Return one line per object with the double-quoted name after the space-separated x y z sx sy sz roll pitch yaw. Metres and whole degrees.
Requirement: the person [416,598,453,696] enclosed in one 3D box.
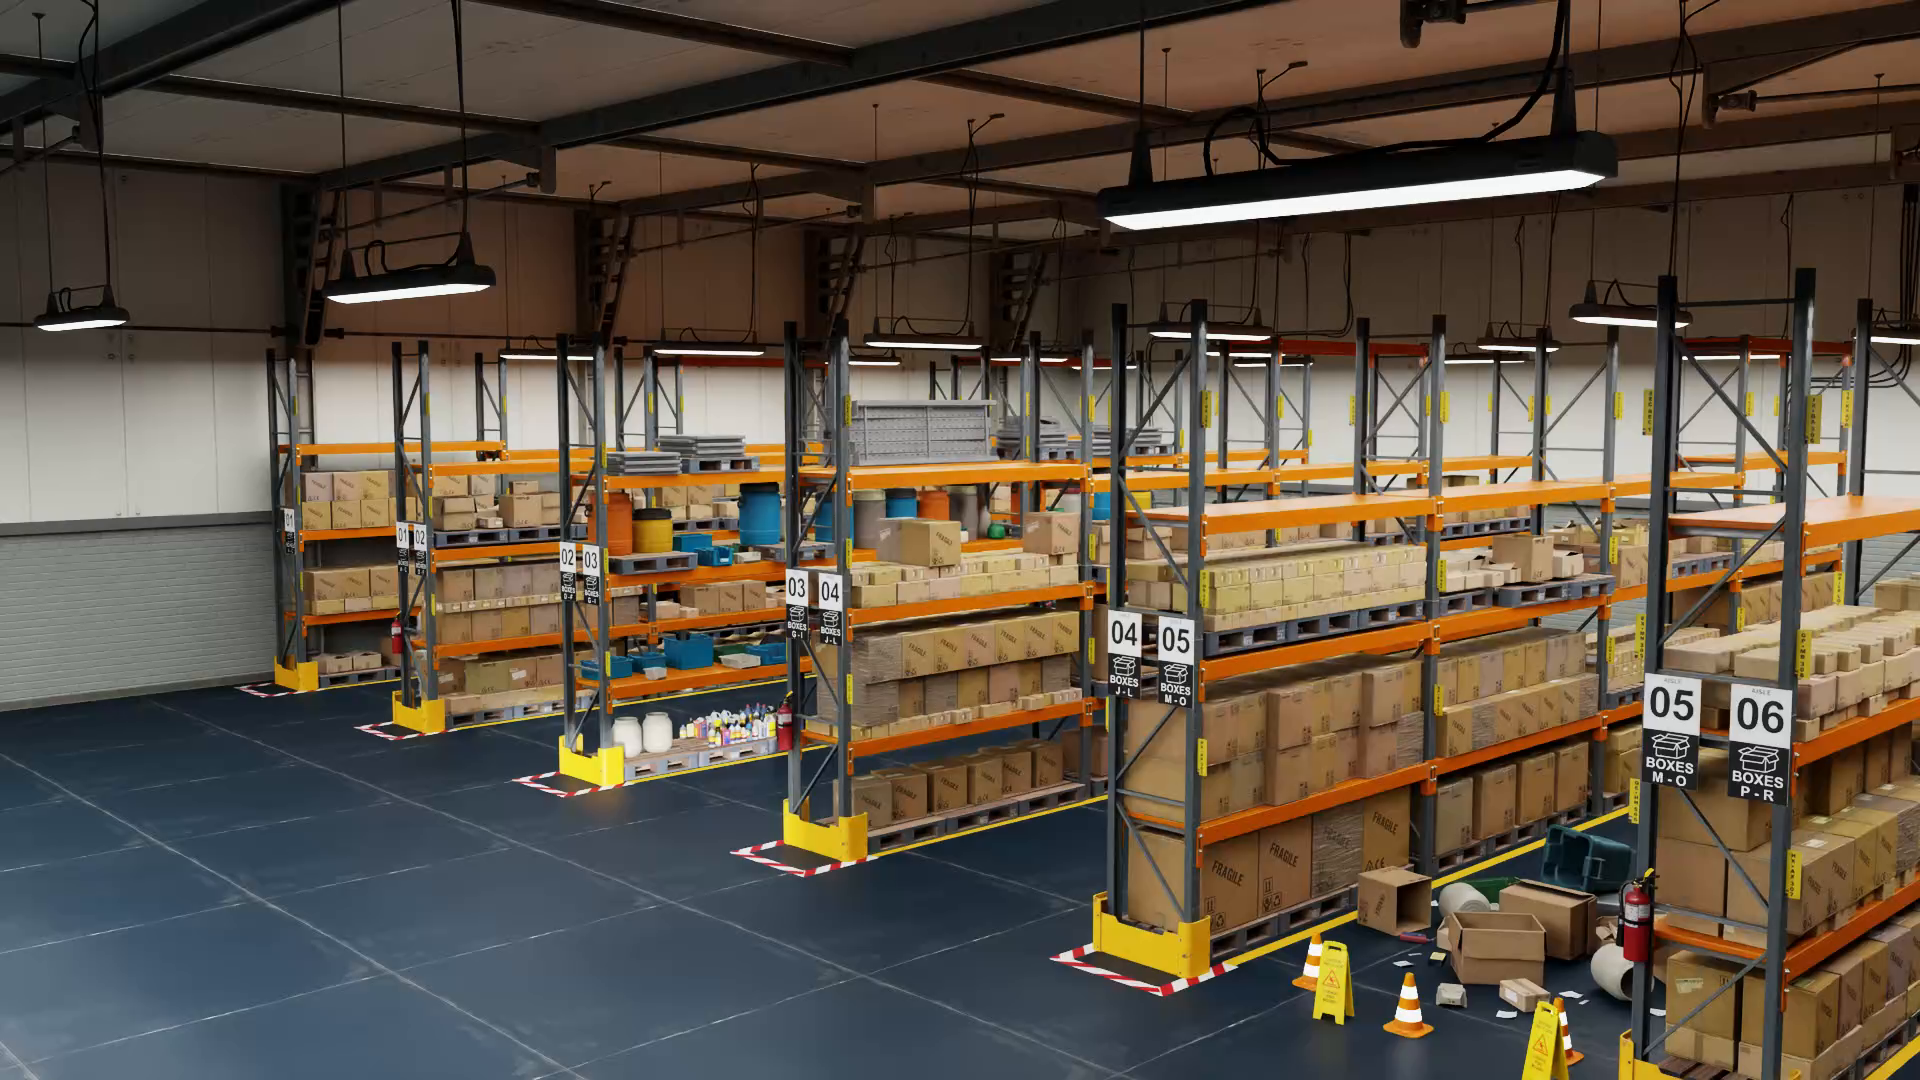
-9.008 1.823 28.588 0.668 1.830 0.465 -5 7 -44 "person"
